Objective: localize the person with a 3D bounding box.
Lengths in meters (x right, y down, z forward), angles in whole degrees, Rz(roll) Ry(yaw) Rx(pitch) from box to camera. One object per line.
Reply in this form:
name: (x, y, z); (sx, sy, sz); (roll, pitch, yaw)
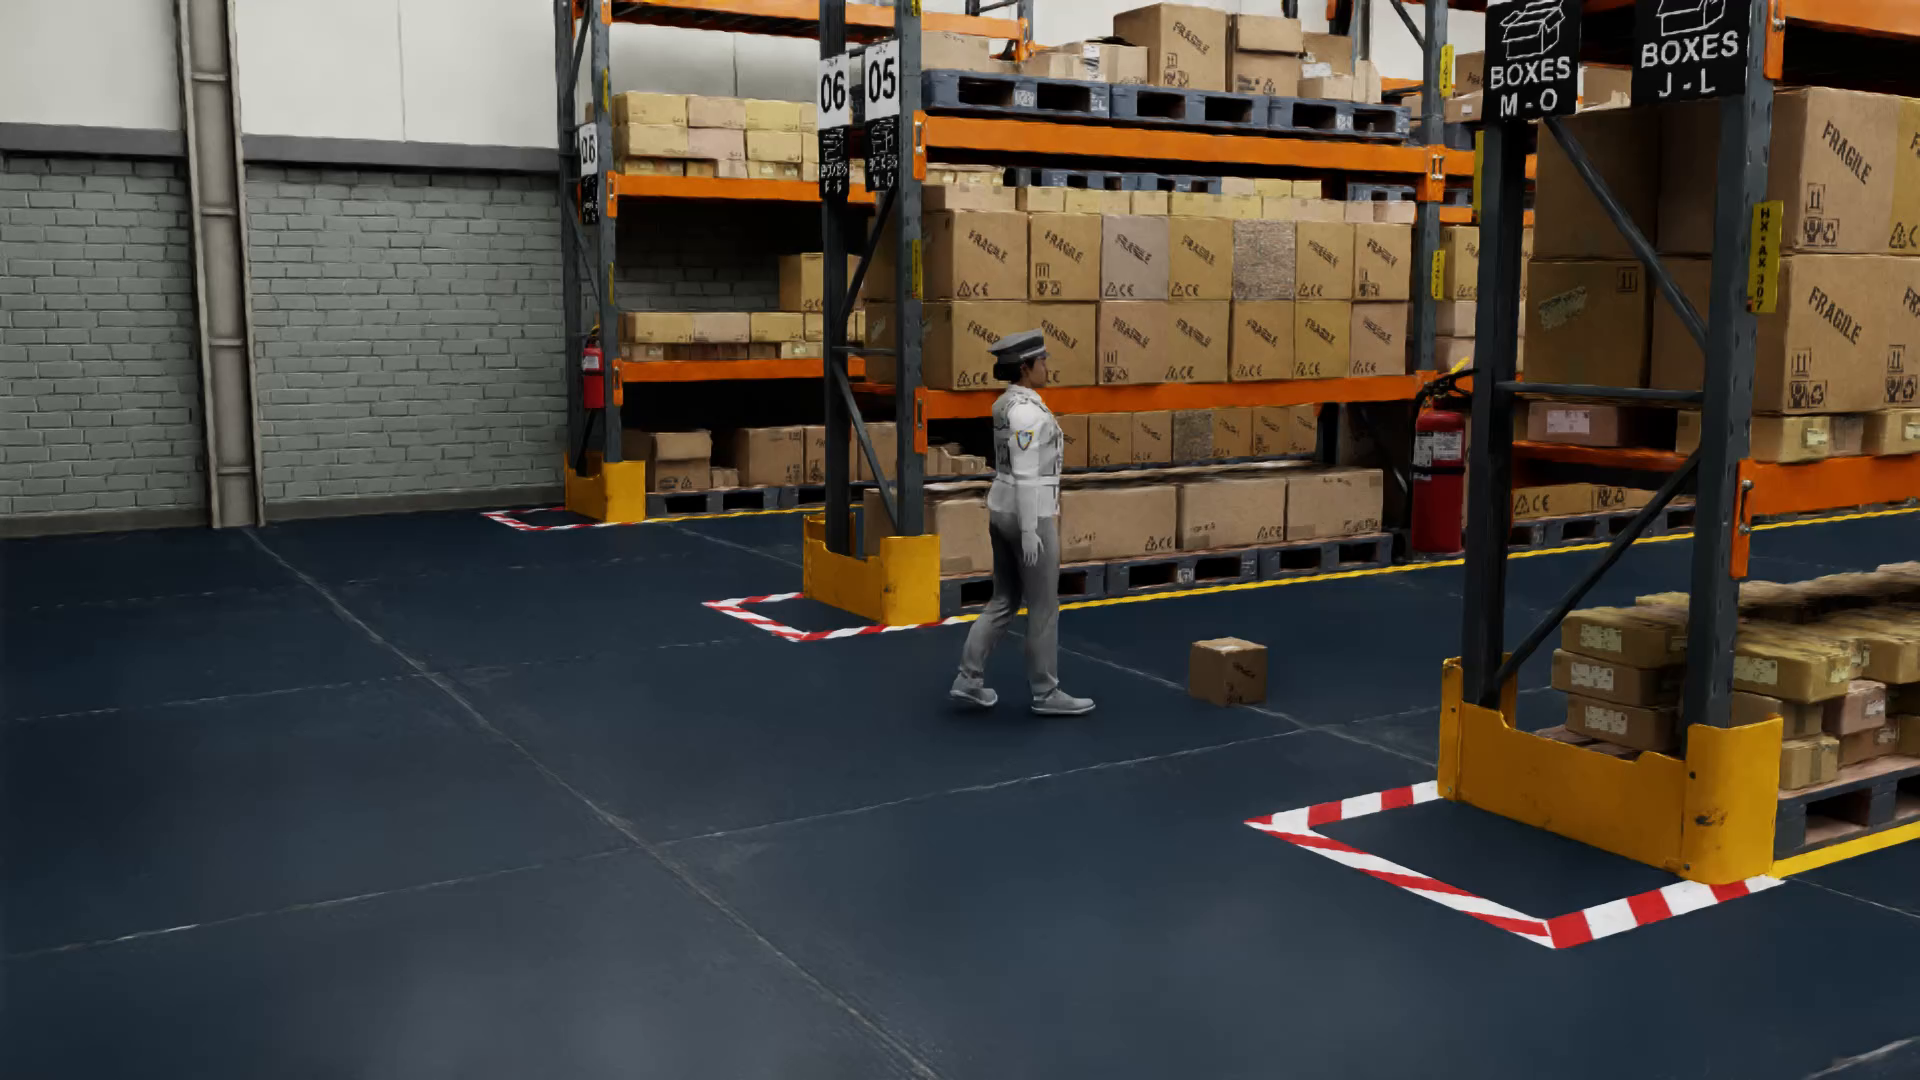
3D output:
person: (0.282, -0.080, 7.231); (0.598, 1.685, 0.494); (-2, 9, -16)
